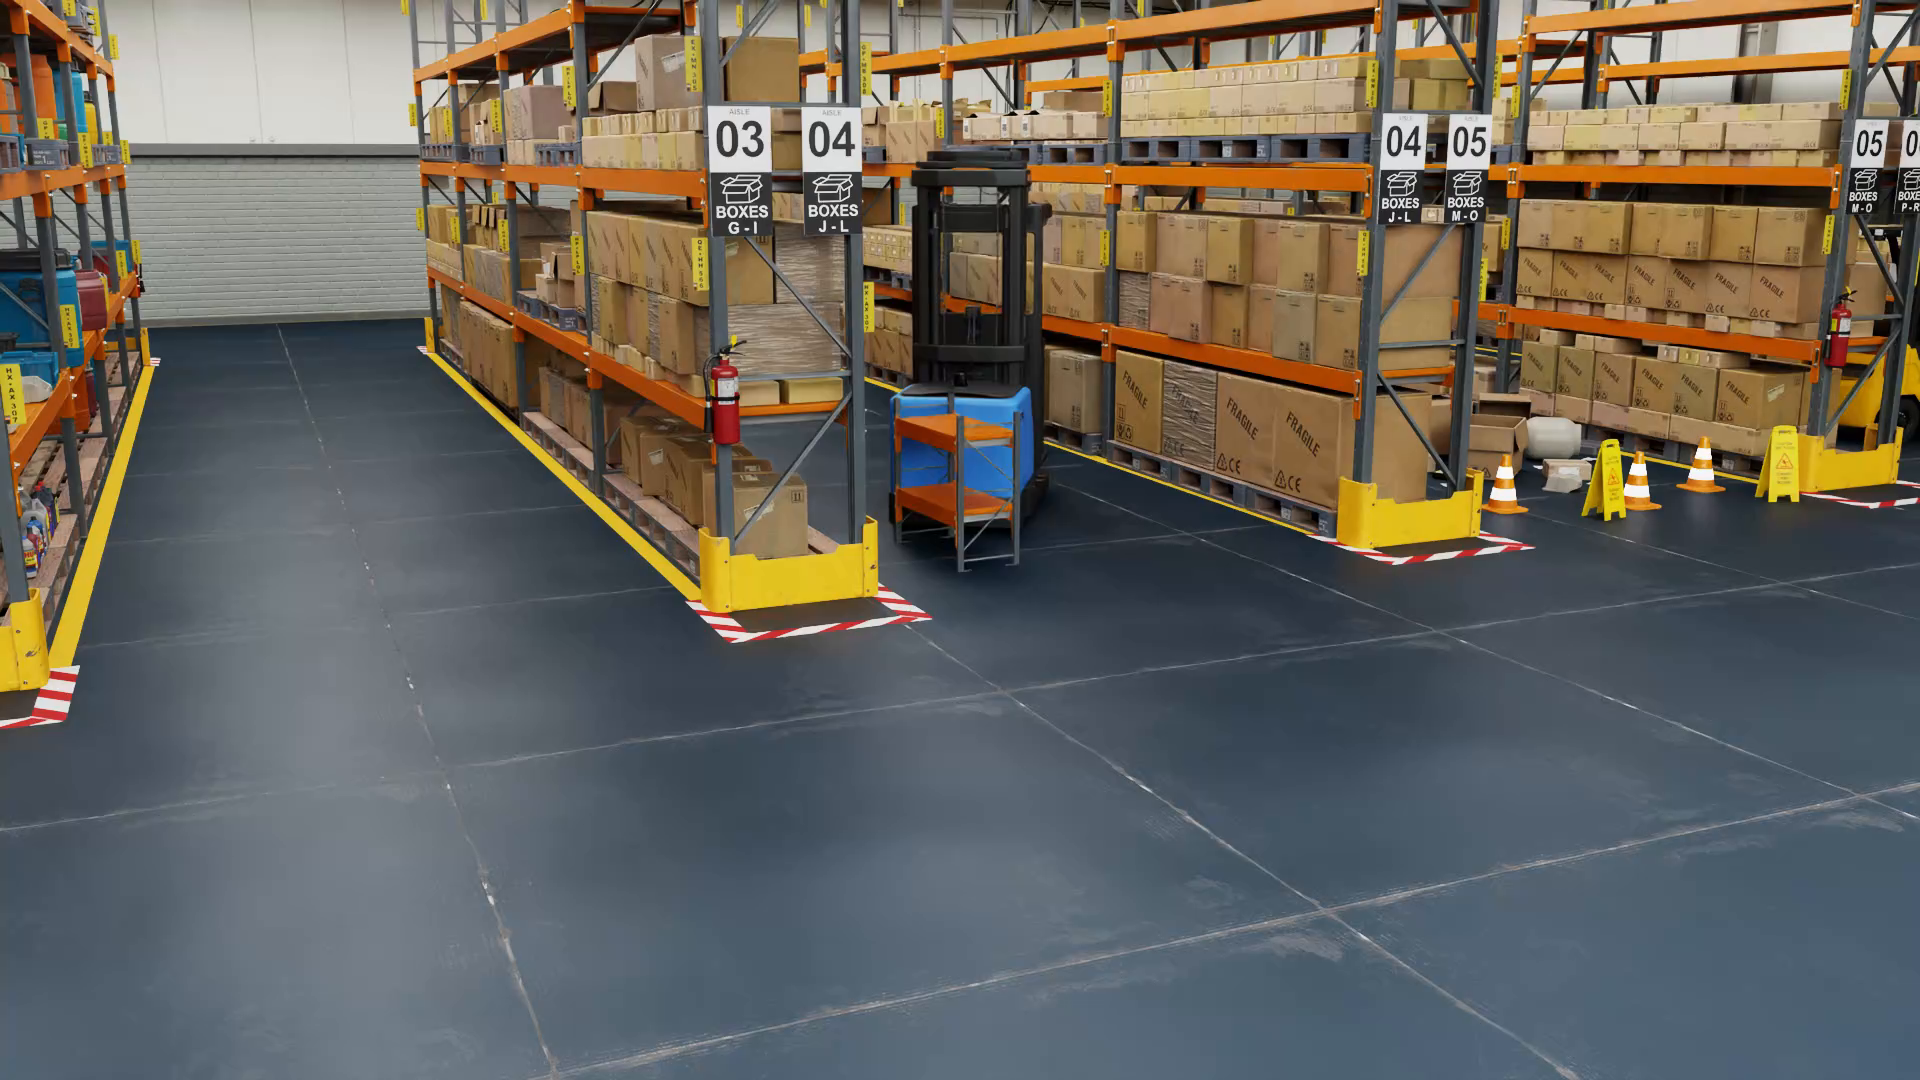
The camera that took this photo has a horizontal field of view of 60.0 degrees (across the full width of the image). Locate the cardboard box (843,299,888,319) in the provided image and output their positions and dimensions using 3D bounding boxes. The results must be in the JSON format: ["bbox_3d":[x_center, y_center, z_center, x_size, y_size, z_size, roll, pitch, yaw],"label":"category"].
[{"bbox_3d":[-1.275,-3.136,22.718,0.500,0.250,0.500,-6,14,-25],"label":"cardboard box"}]

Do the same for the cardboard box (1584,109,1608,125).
[{"bbox_3d":[6.507,-4.246,16.698,0.380,0.149,0.250,-6,14,-23],"label":"cardboard box"}]

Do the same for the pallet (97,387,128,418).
[{"bbox_3d":[-10.182,-1.565,19.162,1.003,0.211,1.213,-6,14,-23],"label":"pallet"}]

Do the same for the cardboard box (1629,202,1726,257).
[{"bbox_3d":[7.001,-3.033,16.223,0.700,0.500,0.500,-6,14,-23],"label":"cardboard box"}]

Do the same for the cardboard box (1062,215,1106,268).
[{"bbox_3d":[1.463,-3.052,16.965,0.700,0.500,0.500,-6,14,-24],"label":"cardboard box"}]

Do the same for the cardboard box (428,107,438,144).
[{"bbox_3d":[-7.144,-5.894,23.655,0.700,0.500,0.500,-6,14,-25],"label":"cardboard box"}]

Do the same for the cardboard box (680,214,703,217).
[{"bbox_3d":[-1.876,-2.287,12.999,0.500,0.500,0.500,-6,14,-23],"label":"cardboard box"}]

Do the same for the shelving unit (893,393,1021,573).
[{"bbox_3d":[-0.034,-0.444,12.295,0.538,1.125,1.048,-7,15,-27],"label":"shelving unit"}]

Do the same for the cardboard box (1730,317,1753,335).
[{"bbox_3d":[7.341,-1.982,15.339,0.380,0.149,0.250,-6,14,-24],"label":"cardboard box"}]

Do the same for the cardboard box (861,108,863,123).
[{"bbox_3d":[-1.278,-5.587,22.553,0.700,0.500,0.500,-6,14,-23],"label":"cardboard box"}]

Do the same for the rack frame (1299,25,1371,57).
[{"bbox_3d":[4.768,-6.525,21.106,1.000,3.000,0.127,-6,14,-23],"label":"rack frame"}]

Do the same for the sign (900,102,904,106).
[{"bbox_3d":[-0.822,-5.917,23.110,0.100,0.325,0.005,-6,14,-23],"label":"sign"}]

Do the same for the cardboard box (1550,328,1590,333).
[{"bbox_3d":[8.948,-3.106,24.251,0.500,0.500,0.500,-5,14,-21],"label":"cardboard box"}]

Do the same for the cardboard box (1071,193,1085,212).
[{"bbox_3d":[2.122,-5.351,26.900,0.500,0.500,0.500,-6,14,-23],"label":"cardboard box"}]

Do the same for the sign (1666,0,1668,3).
[{"bbox_3d":[9.822,-7.557,23.143,0.100,0.325,0.005,-6,14,-23],"label":"sign"}]

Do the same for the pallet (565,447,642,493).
[{"bbox_3d":[-3.023,-0.683,15.353,1.003,0.211,1.213,-6,14,-23],"label":"pallet"}]

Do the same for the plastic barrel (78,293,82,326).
[{"bbox_3d":[-8.242,-2.121,15.134,0.421,0.512,0.421,0,13,0],"label":"plastic barrel"}]

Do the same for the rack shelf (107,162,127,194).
[{"bbox_3d":[-11.254,-4.610,21.080,1.077,0.370,4.000,-6,14,-23],"label":"rack shelf"}]

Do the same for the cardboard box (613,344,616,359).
[{"bbox_3d":[-2.577,-1.534,13.403,0.380,0.149,0.250,-6,14,-23],"label":"cardboard box"}]

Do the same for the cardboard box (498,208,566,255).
[{"bbox_3d":[-4.849,-3.532,19.032,0.797,0.503,0.637,-5,14,-22],"label":"cardboard box"}]

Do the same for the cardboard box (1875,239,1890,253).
[{"bbox_3d":[10.909,-3.447,19.450,0.380,0.149,0.250,-5,14,-22],"label":"cardboard box"}]

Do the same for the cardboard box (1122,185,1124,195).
[{"bbox_3d":[2.654,-5.432,25.810,0.380,0.149,0.250,-6,14,-23],"label":"cardboard box"}]

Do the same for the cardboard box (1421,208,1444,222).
[{"bbox_3d":[5.559,-3.761,19.216,0.380,0.149,0.250,-6,14,-25],"label":"cardboard box"}]

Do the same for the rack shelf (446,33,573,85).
[{"bbox_3d":[-5.113,-5.498,19.150,1.077,0.370,4.000,-6,14,-23],"label":"rack shelf"}]

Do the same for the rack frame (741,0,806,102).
[{"bbox_3d":[-2.931,-7.710,26.225,1.000,3.000,0.127,-6,14,-23],"label":"rack frame"}]

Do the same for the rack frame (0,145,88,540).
[{"bbox_3d":[-7.248,-1.433,12.411,1.000,3.000,0.127,-6,14,-23],"label":"rack frame"}]

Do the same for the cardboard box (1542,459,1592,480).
[{"bbox_3d":[5.597,-0.649,15.343,0.380,0.149,0.250,1,13,6],"label":"cardboard box"}]

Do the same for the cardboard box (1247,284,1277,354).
[{"bbox_3d":[2.938,-1.866,13.947,0.875,0.550,0.550,-6,14,-23],"label":"cardboard box"}]

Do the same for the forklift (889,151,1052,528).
[{"bbox_3d":[0.184,-1.803,14.160,1.130,2.935,3.031,2,13,9],"label":"forklift"}]

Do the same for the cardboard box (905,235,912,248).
[{"bbox_3d":[-0.442,-3.618,20.158,0.380,0.149,0.250,-6,14,-24],"label":"cardboard box"}]

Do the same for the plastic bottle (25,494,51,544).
[{"bbox_3d":[-6.520,-0.144,11.738,0.144,0.351,0.185,-6,14,-23],"label":"plastic bottle"}]

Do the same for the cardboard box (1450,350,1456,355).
[{"bbox_3d":[5.587,-2.100,20.188,0.950,0.372,0.625,-5,14,-21],"label":"cardboard box"}]

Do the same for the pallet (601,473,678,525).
[{"bbox_3d":[-2.408,-0.387,14.073,1.003,0.211,1.213,-6,14,-23],"label":"pallet"}]

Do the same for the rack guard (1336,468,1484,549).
[{"bbox_3d":[3.487,-0.259,12.879,1.175,0.500,0.348,-6,14,-23],"label":"rack guard"}]

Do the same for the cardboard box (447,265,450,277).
[{"bbox_3d":[-6.749,-3.657,22.576,0.380,0.149,0.250,-5,14,-22],"label":"cardboard box"}]

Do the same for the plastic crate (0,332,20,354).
[{"bbox_3d":[-7.155,-1.284,11.901,0.767,0.338,0.504,-6,14,-23],"label":"plastic crate"}]

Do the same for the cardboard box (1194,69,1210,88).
[{"bbox_3d":[2.221,-3.920,14.138,0.380,0.149,0.250,-6,14,-23],"label":"cardboard box"}]

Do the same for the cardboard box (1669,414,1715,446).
[{"bbox_3d":[7.202,-1.065,15.985,0.500,0.250,0.500,-6,14,-23],"label":"cardboard box"}]

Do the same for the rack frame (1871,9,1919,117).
[{"bbox_3d":[10.917,-6.148,19.475,1.000,3.000,0.127,-6,14,-23],"label":"rack frame"}]

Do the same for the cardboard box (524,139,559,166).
[{"bbox_3d":[-3.937,-3.764,16.161,0.500,0.250,0.500,-5,14,-22],"label":"cardboard box"}]

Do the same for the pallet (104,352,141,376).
[{"bbox_3d":[-11.760,-2.380,22.686,1.003,0.211,1.213,-6,14,-23],"label":"pallet"}]

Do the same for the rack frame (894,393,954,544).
[{"bbox_3d":[-0.271,-0.546,12.733,0.500,1.125,0.032,-7,15,-27],"label":"rack frame"}]

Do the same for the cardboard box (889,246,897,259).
[{"bbox_3d":[-0.658,-3.583,20.666,0.380,0.149,0.250,-6,14,-23],"label":"cardboard box"}]

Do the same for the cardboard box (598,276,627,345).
[{"bbox_3d":[-2.418,-1.869,13.413,0.875,0.500,0.500,-6,14,-23],"label":"cardboard box"}]

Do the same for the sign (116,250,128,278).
[{"bbox_3d":[-9.948,-3.270,19.734,0.100,0.325,0.005,-6,14,-23],"label":"sign"}]

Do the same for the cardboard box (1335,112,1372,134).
[{"bbox_3d":[3.034,-3.112,12.415,0.380,0.149,0.250,-6,14,-23],"label":"cardboard box"}]

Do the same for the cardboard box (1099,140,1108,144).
[{"bbox_3d":[2.596,-6.469,26.135,0.797,0.503,0.637,-4,14,-19],"label":"cardboard box"}]

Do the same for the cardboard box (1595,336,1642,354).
[{"bbox_3d":[6.673,-1.983,16.852,0.380,0.149,0.250,-5,14,-20],"label":"cardboard box"}]

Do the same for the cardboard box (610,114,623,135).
[{"bbox_3d":[-2.439,-3.152,12.632,0.380,0.149,0.250,-6,14,-24],"label":"cardboard box"}]

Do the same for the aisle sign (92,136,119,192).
[{"bbox_3d":[-11.815,-5.221,23.008,0.394,0.787,0.004,-6,14,-23],"label":"aisle sign"}]

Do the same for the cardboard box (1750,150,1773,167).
[{"bbox_3d":[7.369,-3.443,15.000,0.380,0.149,0.250,-5,14,-21],"label":"cardboard box"}]

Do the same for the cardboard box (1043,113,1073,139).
[{"bbox_3d":[1.179,-4.185,16.826,0.500,0.250,0.500,-6,14,-23],"label":"cardboard box"}]

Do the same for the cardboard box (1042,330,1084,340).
[{"bbox_3d":[0.788,-1.929,18.609,1.050,0.750,0.750,-5,14,-22],"label":"cardboard box"}]

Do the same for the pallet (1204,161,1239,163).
[{"bbox_3d":[4.011,-5.331,23.016,1.003,0.211,1.213,-5,14,-20],"label":"pallet"}]

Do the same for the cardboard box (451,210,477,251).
[{"bbox_3d":[-6.343,-4.042,21.690,0.500,0.500,0.500,-5,14,-21],"label":"cardboard box"}]

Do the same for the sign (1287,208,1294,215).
[{"bbox_3d":[4.261,-4.116,21.432,0.100,0.325,0.005,-6,14,-23],"label":"sign"}]

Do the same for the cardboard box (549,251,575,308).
[{"bbox_3d":[-3.489,-2.486,15.796,0.797,0.503,0.637,-4,14,-17],"label":"cardboard box"}]

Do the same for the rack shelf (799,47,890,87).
[{"bbox_3d":[-2.130,-6.945,24.521,1.077,0.370,4.000,-6,14,-23],"label":"rack shelf"}]
